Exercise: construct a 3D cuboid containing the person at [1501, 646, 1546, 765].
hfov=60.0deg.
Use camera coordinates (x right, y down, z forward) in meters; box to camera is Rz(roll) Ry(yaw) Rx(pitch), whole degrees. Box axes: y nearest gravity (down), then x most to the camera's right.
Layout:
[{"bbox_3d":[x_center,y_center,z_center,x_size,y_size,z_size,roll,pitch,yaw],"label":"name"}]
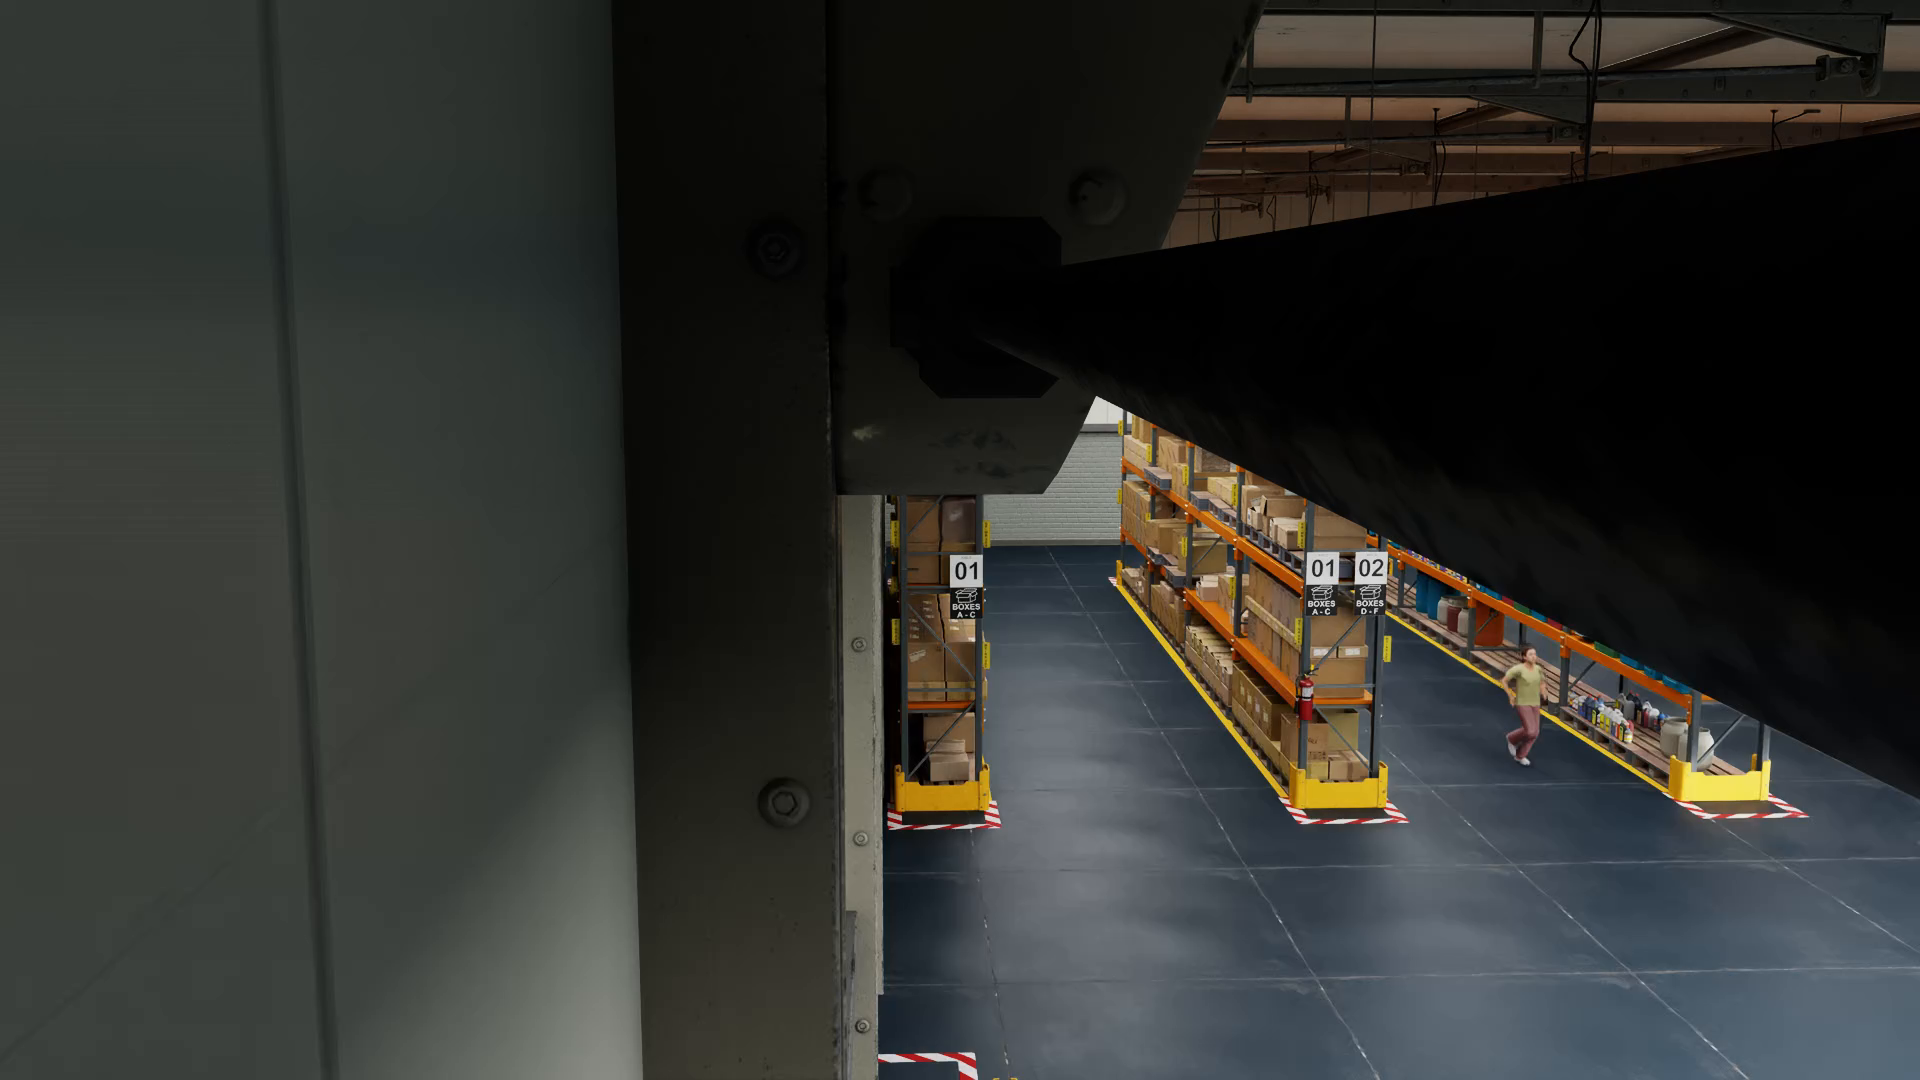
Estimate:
[{"bbox_3d":[7.661,2.233,22.433,0.581,1.630,0.540,-3,9,-17],"label":"person"}]
